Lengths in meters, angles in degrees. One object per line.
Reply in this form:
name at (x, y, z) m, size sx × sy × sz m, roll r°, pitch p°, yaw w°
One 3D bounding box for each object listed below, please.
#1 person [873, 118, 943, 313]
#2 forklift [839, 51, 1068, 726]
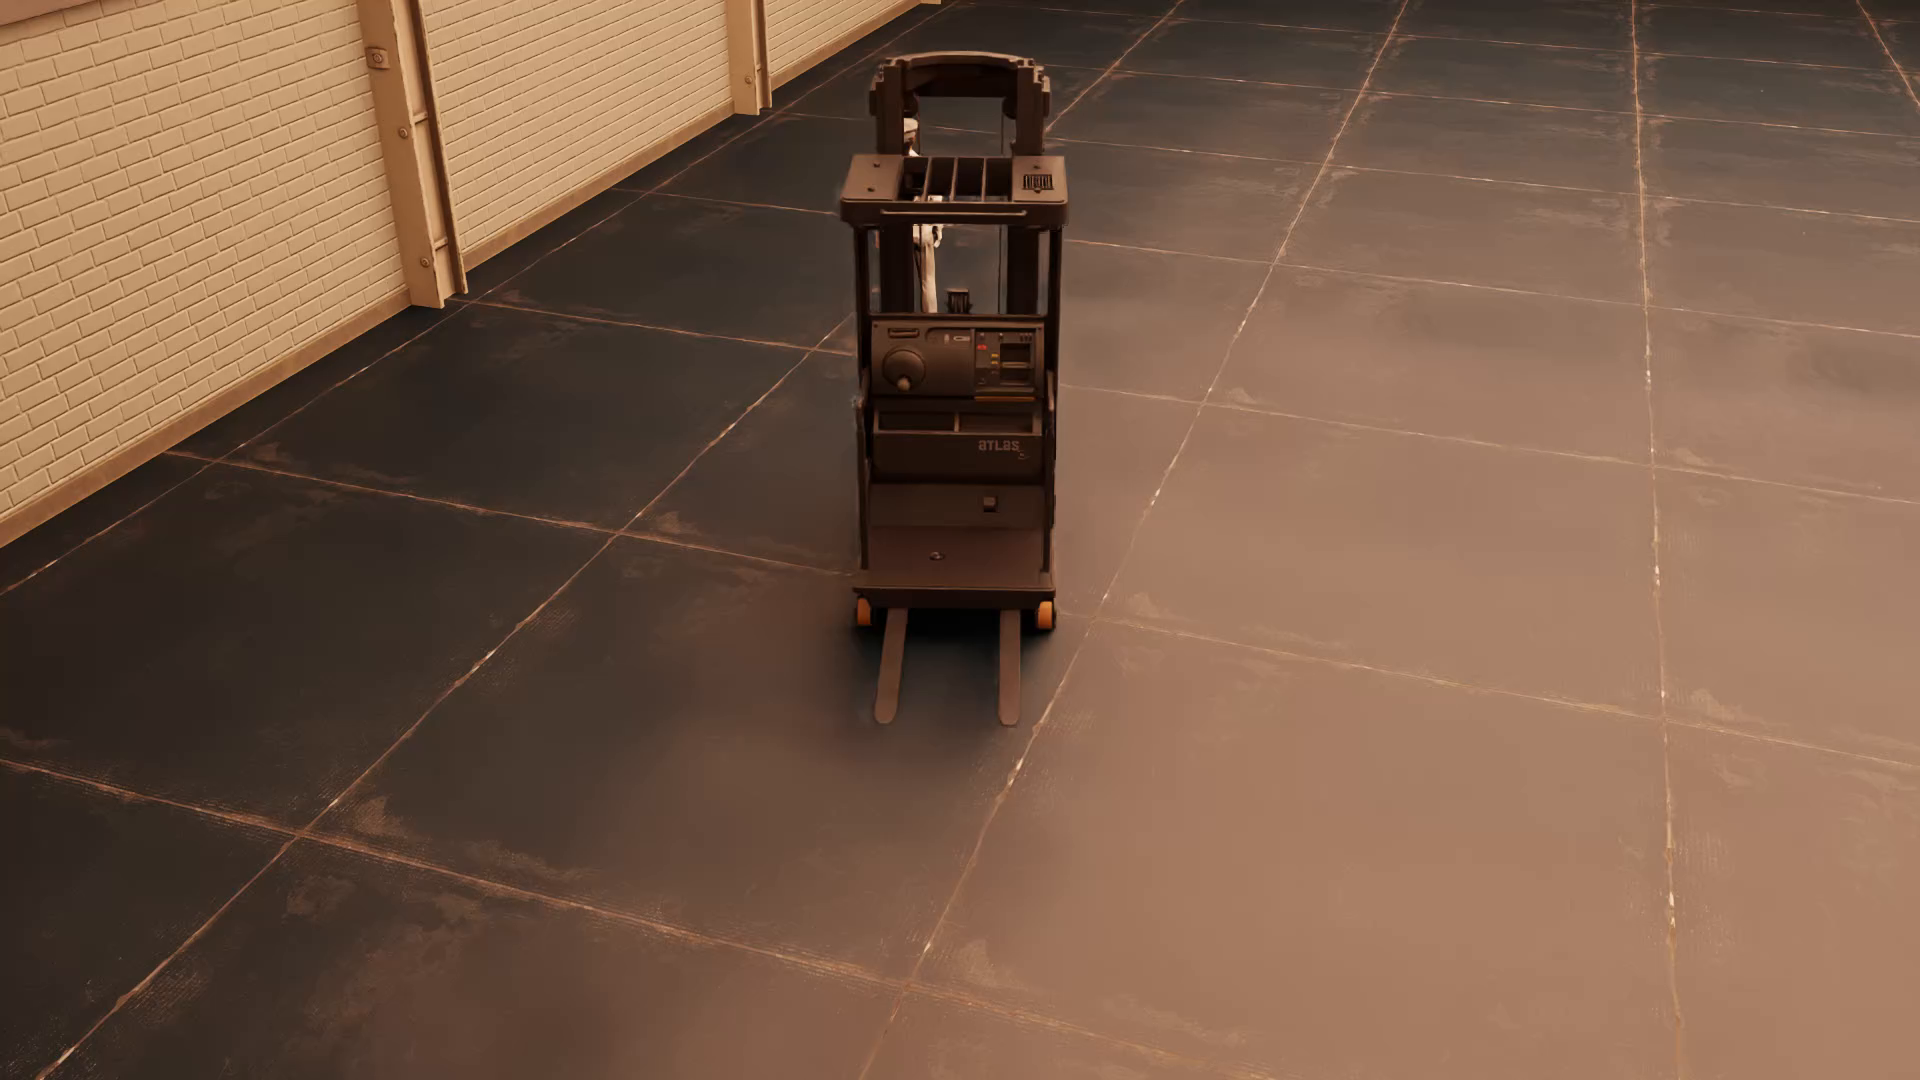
person at (-0.391, -2.310, 12.473) m, size 0.528 × 1.662 × 0.376 m, roll -4°, pitch 30°, yaw -7°
forklift at (-0.018, -0.935, 8.777) m, size 1.130 × 2.935 × 3.031 m, roll 1°, pitch 30°, yaw 2°
